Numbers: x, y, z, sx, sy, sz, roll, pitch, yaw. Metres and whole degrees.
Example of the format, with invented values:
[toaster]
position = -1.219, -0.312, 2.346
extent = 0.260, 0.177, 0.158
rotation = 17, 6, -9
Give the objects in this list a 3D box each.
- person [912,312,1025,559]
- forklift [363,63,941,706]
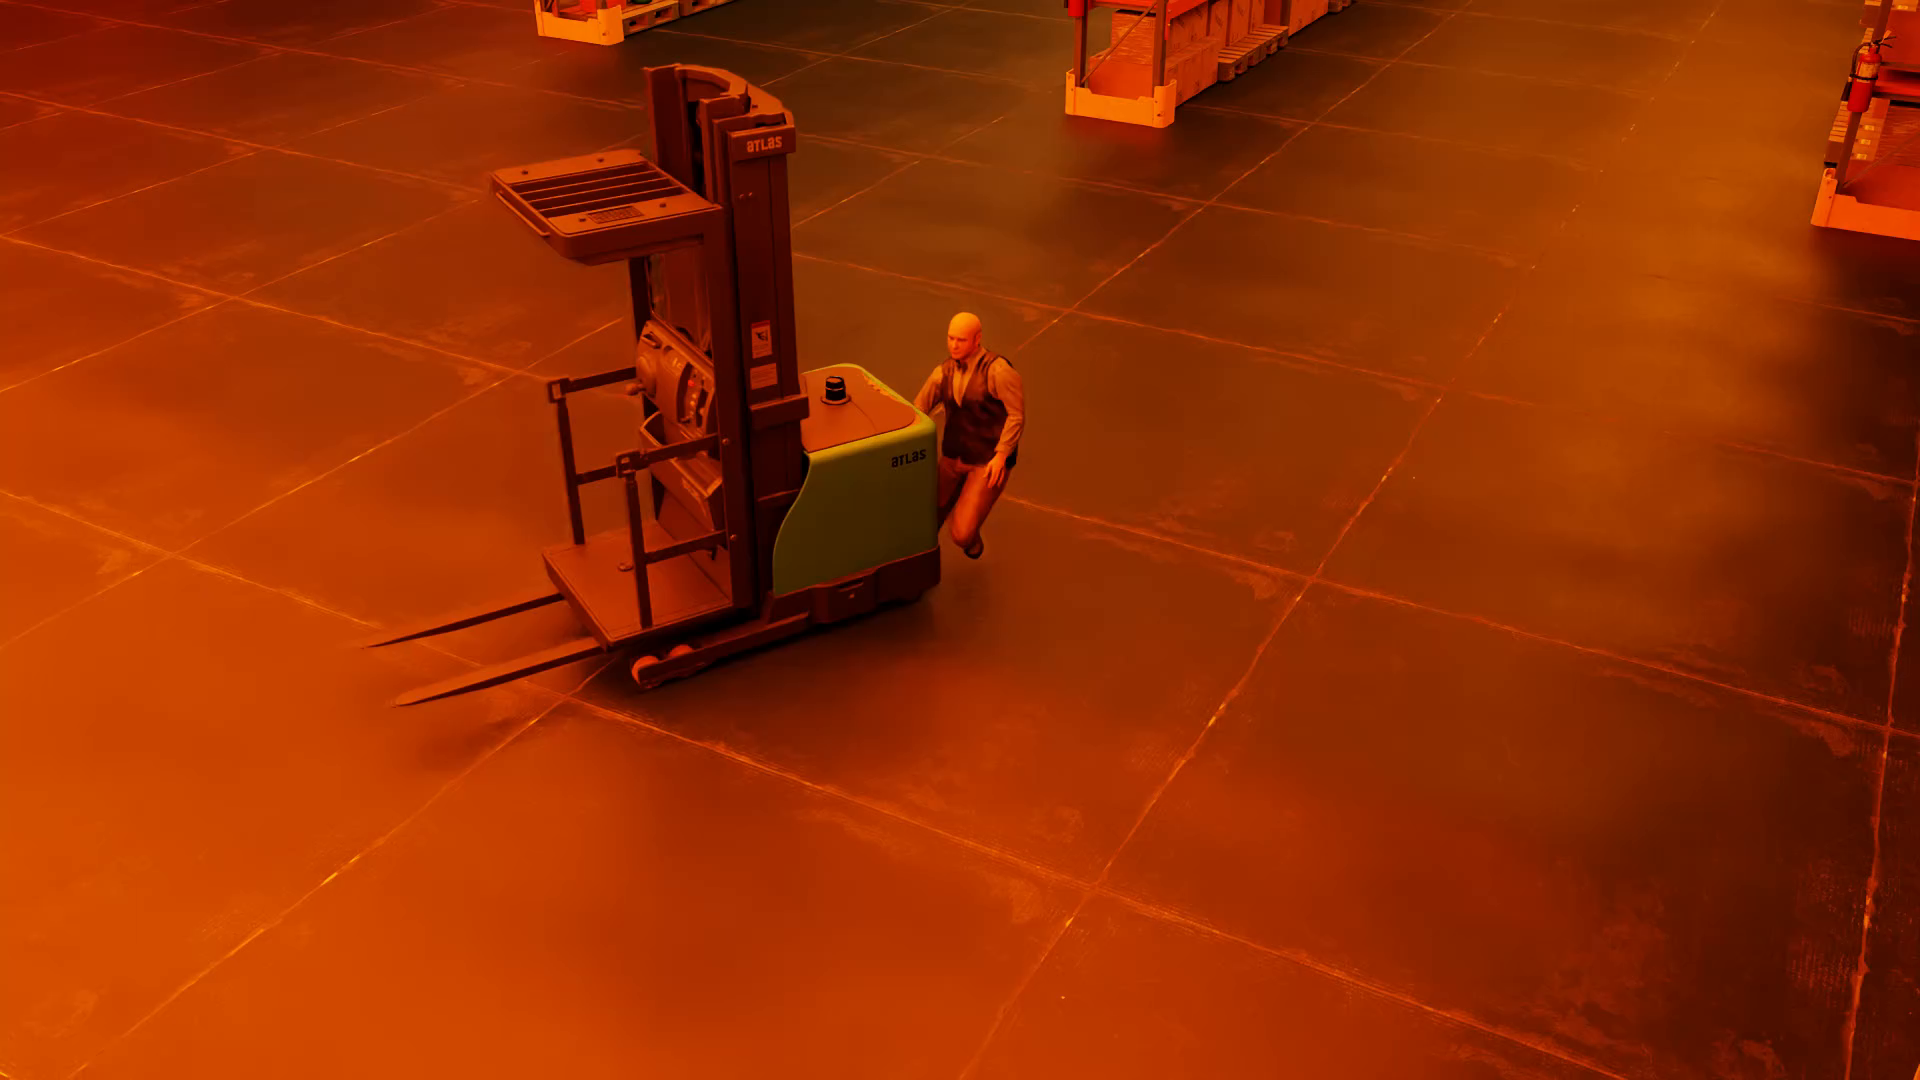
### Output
[person]
position = -0.095, -0.443, 9.154
extent = 0.753, 1.596, 0.736
rotation = 22, 37, 33
[forklift]
position = -1.637, -0.799, 8.455
extent = 3.031, 2.935, 1.130
rotation = -17, 34, -27
